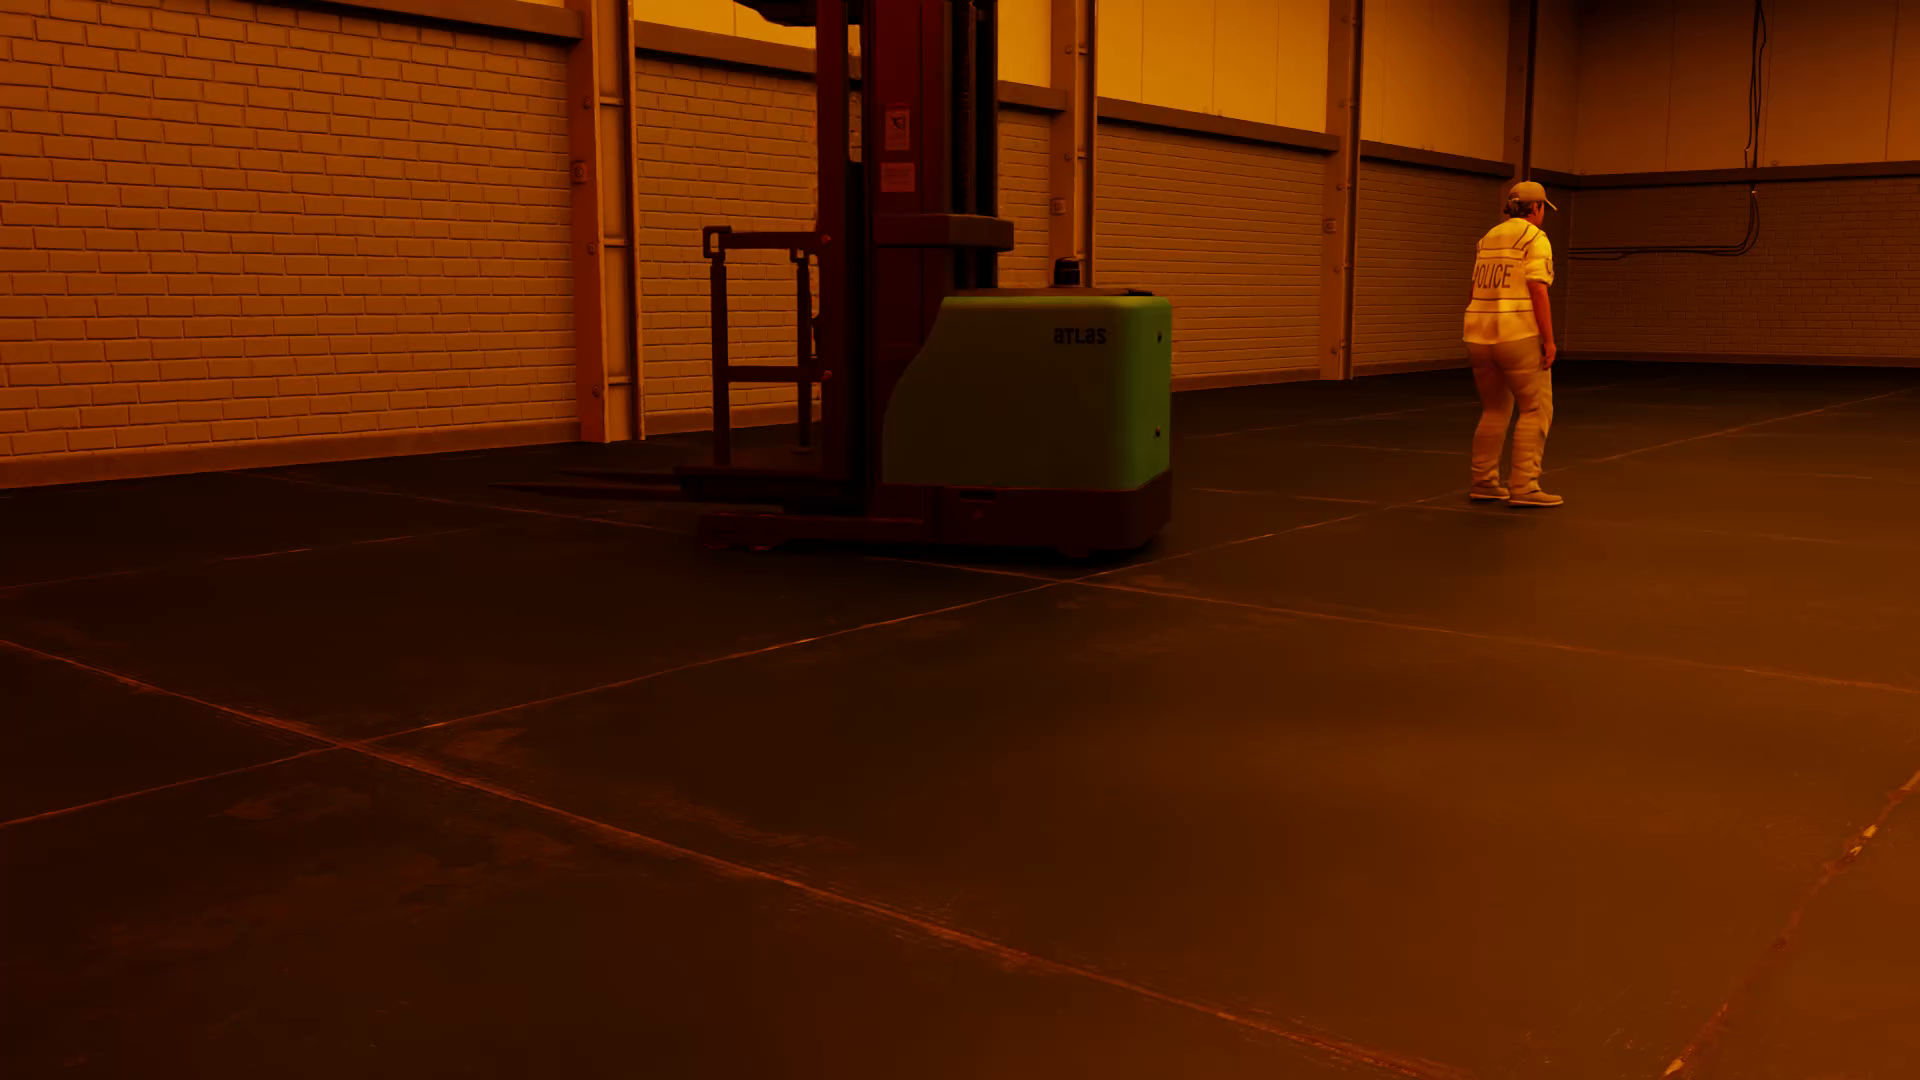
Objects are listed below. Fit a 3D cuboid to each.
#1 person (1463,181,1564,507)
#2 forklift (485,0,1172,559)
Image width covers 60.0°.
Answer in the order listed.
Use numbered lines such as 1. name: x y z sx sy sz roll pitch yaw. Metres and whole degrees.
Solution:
1. person: 2.884 -1.019 8.638 0.466 1.667 0.535 -4 9 -25
2. forklift: -0.622 -1.468 7.312 3.031 2.935 1.130 2 9 16
